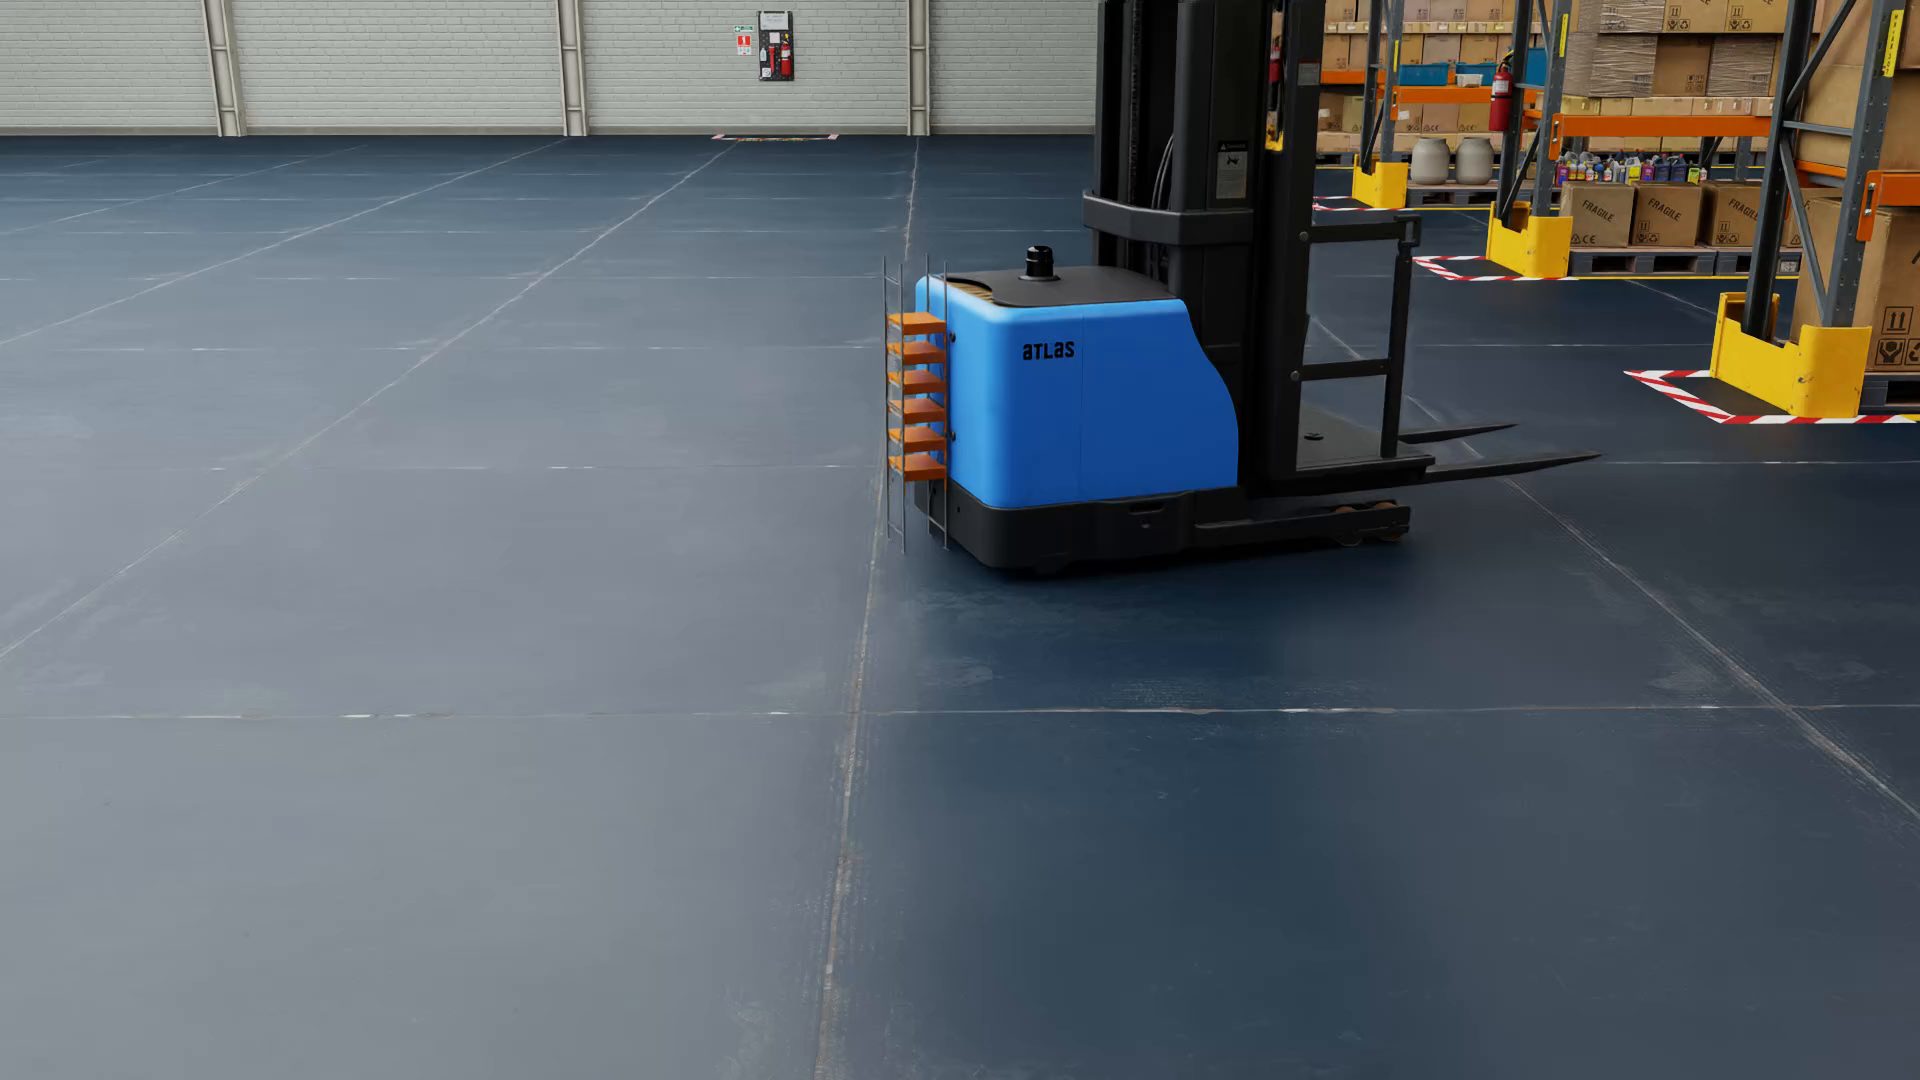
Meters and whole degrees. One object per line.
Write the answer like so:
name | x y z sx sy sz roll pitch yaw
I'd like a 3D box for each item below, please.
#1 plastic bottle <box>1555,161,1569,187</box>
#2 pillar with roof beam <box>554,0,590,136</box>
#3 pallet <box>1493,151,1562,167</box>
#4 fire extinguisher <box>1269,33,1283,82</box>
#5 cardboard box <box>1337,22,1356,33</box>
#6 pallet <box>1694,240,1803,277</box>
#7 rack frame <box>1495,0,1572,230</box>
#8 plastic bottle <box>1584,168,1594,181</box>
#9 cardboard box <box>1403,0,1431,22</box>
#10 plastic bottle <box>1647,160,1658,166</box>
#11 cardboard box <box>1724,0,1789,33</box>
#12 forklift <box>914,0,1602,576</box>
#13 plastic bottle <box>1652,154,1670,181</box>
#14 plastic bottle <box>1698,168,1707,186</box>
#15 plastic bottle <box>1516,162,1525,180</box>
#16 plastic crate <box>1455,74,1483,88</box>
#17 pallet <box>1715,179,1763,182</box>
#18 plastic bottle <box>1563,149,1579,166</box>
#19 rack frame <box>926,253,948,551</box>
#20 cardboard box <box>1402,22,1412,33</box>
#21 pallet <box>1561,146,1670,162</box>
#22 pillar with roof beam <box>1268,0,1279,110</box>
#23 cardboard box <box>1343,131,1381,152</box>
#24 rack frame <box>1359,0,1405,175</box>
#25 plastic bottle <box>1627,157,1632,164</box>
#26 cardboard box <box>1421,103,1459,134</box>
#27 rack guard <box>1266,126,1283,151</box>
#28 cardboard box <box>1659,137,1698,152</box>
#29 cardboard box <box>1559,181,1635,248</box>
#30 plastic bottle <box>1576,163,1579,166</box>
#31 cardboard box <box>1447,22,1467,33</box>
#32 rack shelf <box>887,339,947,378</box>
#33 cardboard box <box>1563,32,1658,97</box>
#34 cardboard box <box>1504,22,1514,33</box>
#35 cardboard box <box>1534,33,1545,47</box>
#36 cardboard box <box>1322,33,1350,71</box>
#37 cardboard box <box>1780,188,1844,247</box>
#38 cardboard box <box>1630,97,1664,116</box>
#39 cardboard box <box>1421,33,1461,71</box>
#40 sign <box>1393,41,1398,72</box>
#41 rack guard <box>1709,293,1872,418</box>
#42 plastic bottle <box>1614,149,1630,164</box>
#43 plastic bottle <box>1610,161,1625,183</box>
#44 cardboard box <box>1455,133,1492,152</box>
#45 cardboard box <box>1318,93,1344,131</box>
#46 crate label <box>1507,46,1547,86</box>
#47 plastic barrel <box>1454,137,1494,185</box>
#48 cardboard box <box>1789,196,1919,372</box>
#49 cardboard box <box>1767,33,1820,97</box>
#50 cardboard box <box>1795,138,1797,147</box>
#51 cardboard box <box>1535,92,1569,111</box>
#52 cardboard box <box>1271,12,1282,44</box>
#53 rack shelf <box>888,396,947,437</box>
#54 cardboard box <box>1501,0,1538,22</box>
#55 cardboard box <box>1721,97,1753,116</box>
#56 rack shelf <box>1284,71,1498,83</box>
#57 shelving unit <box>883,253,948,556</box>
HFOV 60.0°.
plastic bottle | 6.785 -4.128 18.733 0.133 0.283 0.061 0 18 0
pillar with roof beam | -6.660 -10.080 23.739 0.400 9.000 9.100 0 18 -1
pallet | 7.870 -5.516 23.898 1.213 0.211 1.003 0 18 -1
fire extinguisher | 4.541 -6.920 23.837 0.183 0.674 0.296 0 18 -1
cardboard box | 5.326 -7.111 23.077 0.250 0.149 0.380 -1 18 -2
pallet | 6.925 -2.461 14.374 1.213 0.211 1.003 0 18 -1
rack frame | 4.819 -3.790 13.953 0.127 3.000 1.000 0 18 -1
plastic bottle | 7.100 -4.096 18.767 0.097 0.201 0.097 0 18 0
cardboard box | 6.216 -7.487 23.188 0.500 0.500 0.700 0 18 -1
plastic bottle | 7.881 -4.188 18.931 0.135 0.276 0.152 0 18 -1
cardboard box | 6.373 -4.378 13.498 0.500 0.500 0.500 0 18 -1
forklift | 1.372 -1.512 6.962 3.031 2.935 1.130 -6 19 -19
plastic bottle | 7.909 -4.178 18.779 0.185 0.351 0.144 -1 18 -4
plastic bottle | 8.382 -4.102 18.786 0.097 0.201 0.097 0 18 0
plastic bottle | 6.570 -4.323 19.473 0.097 0.201 0.097 0 18 0
plastic crate | 5.641 -5.084 18.416 0.250 0.136 0.298 0 18 -1
pallet | 9.525 -4.010 19.203 1.213 0.211 1.003 0 18 -1
plastic bottle | 7.127 -4.389 19.437 0.185 0.351 0.144 0 18 1
rack frame | -0.095 -0.559 6.826 0.006 1.200 0.240 -6 19 -19
cardboard box | 6.094 -7.114 23.088 0.250 0.149 0.380 -1 18 -3
pallet | 9.402 -5.523 23.919 1.213 0.211 1.003 0 18 -1
pillar with roof beam | 5.339 -10.138 23.920 0.400 9.000 9.100 0 18 -1
cardboard box | 5.706 -5.645 23.548 0.500 0.250 0.500 0 18 -1
rack frame | 4.741 -5.303 18.668 0.127 3.000 1.000 0 18 -1
plastic bottle | 7.783 -4.318 19.344 0.097 0.271 0.097 0 18 0
cardboard box | 6.706 -6.005 23.442 0.500 0.500 0.500 0 18 -1
rack guard | 4.642 -5.626 23.766 0.348 0.500 1.175 0 18 -1
cardboard box | 10.102 -5.658 23.587 0.500 0.250 0.500 -1 18 -3
cardboard box | 5.444 -2.798 14.264 0.500 0.500 0.500 3 18 9
plastic bottle | 7.172 -4.282 19.345 0.097 0.201 0.097 0 18 0
cardboard box | 6.862 -7.117 23.098 0.250 0.149 0.380 0 18 1
rack shelf | -0.181 -0.736 6.736 0.180 0.103 0.258 -6 19 -19
cardboard box | 5.369 -3.974 13.874 0.500 0.500 0.875 0 18 -1
cardboard box | 7.626 -7.121 23.109 0.250 0.149 0.380 0 18 -1
cardboard box | 8.222 -6.879 23.417 0.500 0.500 0.700 -1 18 -2
cardboard box | 5.133 -6.862 23.364 0.500 0.500 0.700 0 18 -1
cardboard box | 7.226 -2.798 14.263 0.500 0.500 0.500 -2 18 -6
cardboard box | 5.608 -3.591 13.743 0.250 0.149 0.380 0 18 -1
cardboard box | 6.681 -6.870 23.390 0.500 0.500 0.700 0 18 1
sign | 4.745 -5.267 18.102 0.005 0.325 0.100 0 18 -1
rack guard | 4.772 -1.085 9.610 0.348 0.500 1.175 0 18 -1
plastic bottle | 7.738 -4.392 19.446 0.185 0.351 0.144 -1 18 -3
plastic bottle | 7.423 -4.142 18.787 0.135 0.276 0.152 0 18 0
cardboard box | 7.206 -5.651 23.566 0.500 0.250 0.500 0 18 -1
cardboard box | 5.198 -6.157 23.917 0.500 0.500 0.500 0 18 -1
crate label | 6.577 -5.411 18.948 0.616 0.435 0.502 0 18 -1
plastic barrel | 5.899 -4.347 19.074 0.421 0.512 0.421 0 18 0
cardboard box | 5.473 -1.487 9.562 0.875 0.875 0.875 0 18 -1
cardboard box | 6.868 -4.001 13.959 0.500 0.500 0.875 0 18 -1
cardboard box | 11.628 -5.665 23.609 0.500 0.250 0.500 0 18 -2
cardboard box | 5.101 -3.735 14.192 0.250 0.149 0.380 0 18 -1
cardboard box | 5.066 -8.535 27.727 0.500 0.500 0.500 0 18 -1
rack shelf | -0.181 -0.507 6.810 0.180 0.103 0.258 -6 19 -19
cardboard box | 7.717 -7.494 23.210 0.500 0.500 0.700 0 18 -1
cardboard box | 6.357 -3.607 13.793 0.250 0.149 0.380 0 18 -1
rack shelf | 6.666 -6.483 23.524 4.000 0.370 1.077 0 18 -1
shelving unit | -0.181 -0.549 6.796 0.189 1.200 0.258 -6 19 -19
